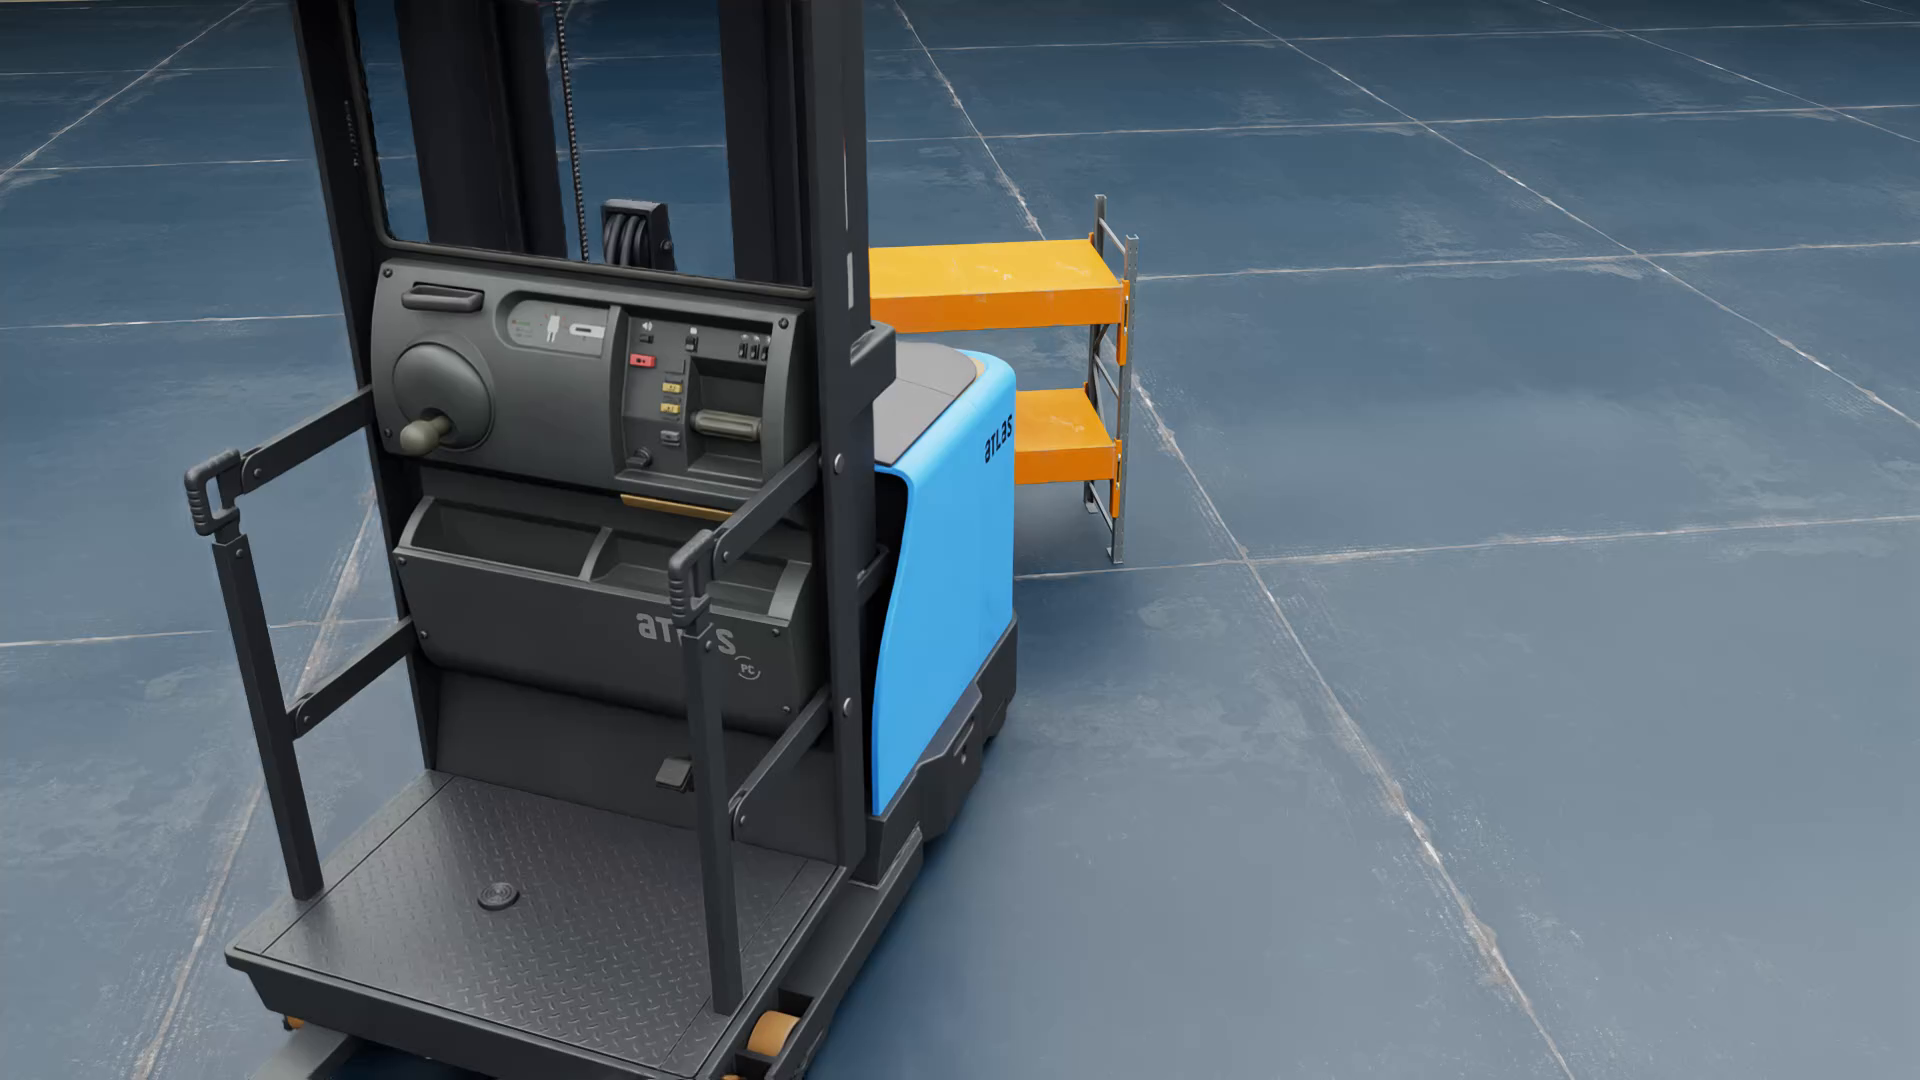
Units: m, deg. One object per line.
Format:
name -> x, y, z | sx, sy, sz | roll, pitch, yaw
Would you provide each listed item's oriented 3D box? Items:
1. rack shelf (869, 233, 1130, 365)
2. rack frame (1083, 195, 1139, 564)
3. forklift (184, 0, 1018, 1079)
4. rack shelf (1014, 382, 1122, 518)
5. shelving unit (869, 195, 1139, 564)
rack shelf -> -0.007, -0.760, 5.359 | 1.000, 0.278, 0.538 | -4, 27, -7
rack frame -> 0.497, -0.532, 5.555 | 0.032, 1.125, 0.500 | -4, 27, -7
forklift -> -0.821, -0.276, 3.077 | 1.130, 2.935, 3.031 | 9, 29, 18
rack shelf -> -0.007, -0.282, 5.604 | 1.000, 0.278, 0.538 | -4, 27, -7
shelving unit -> -0.007, -0.500, 5.492 | 1.048, 1.125, 0.538 | -4, 27, -7
